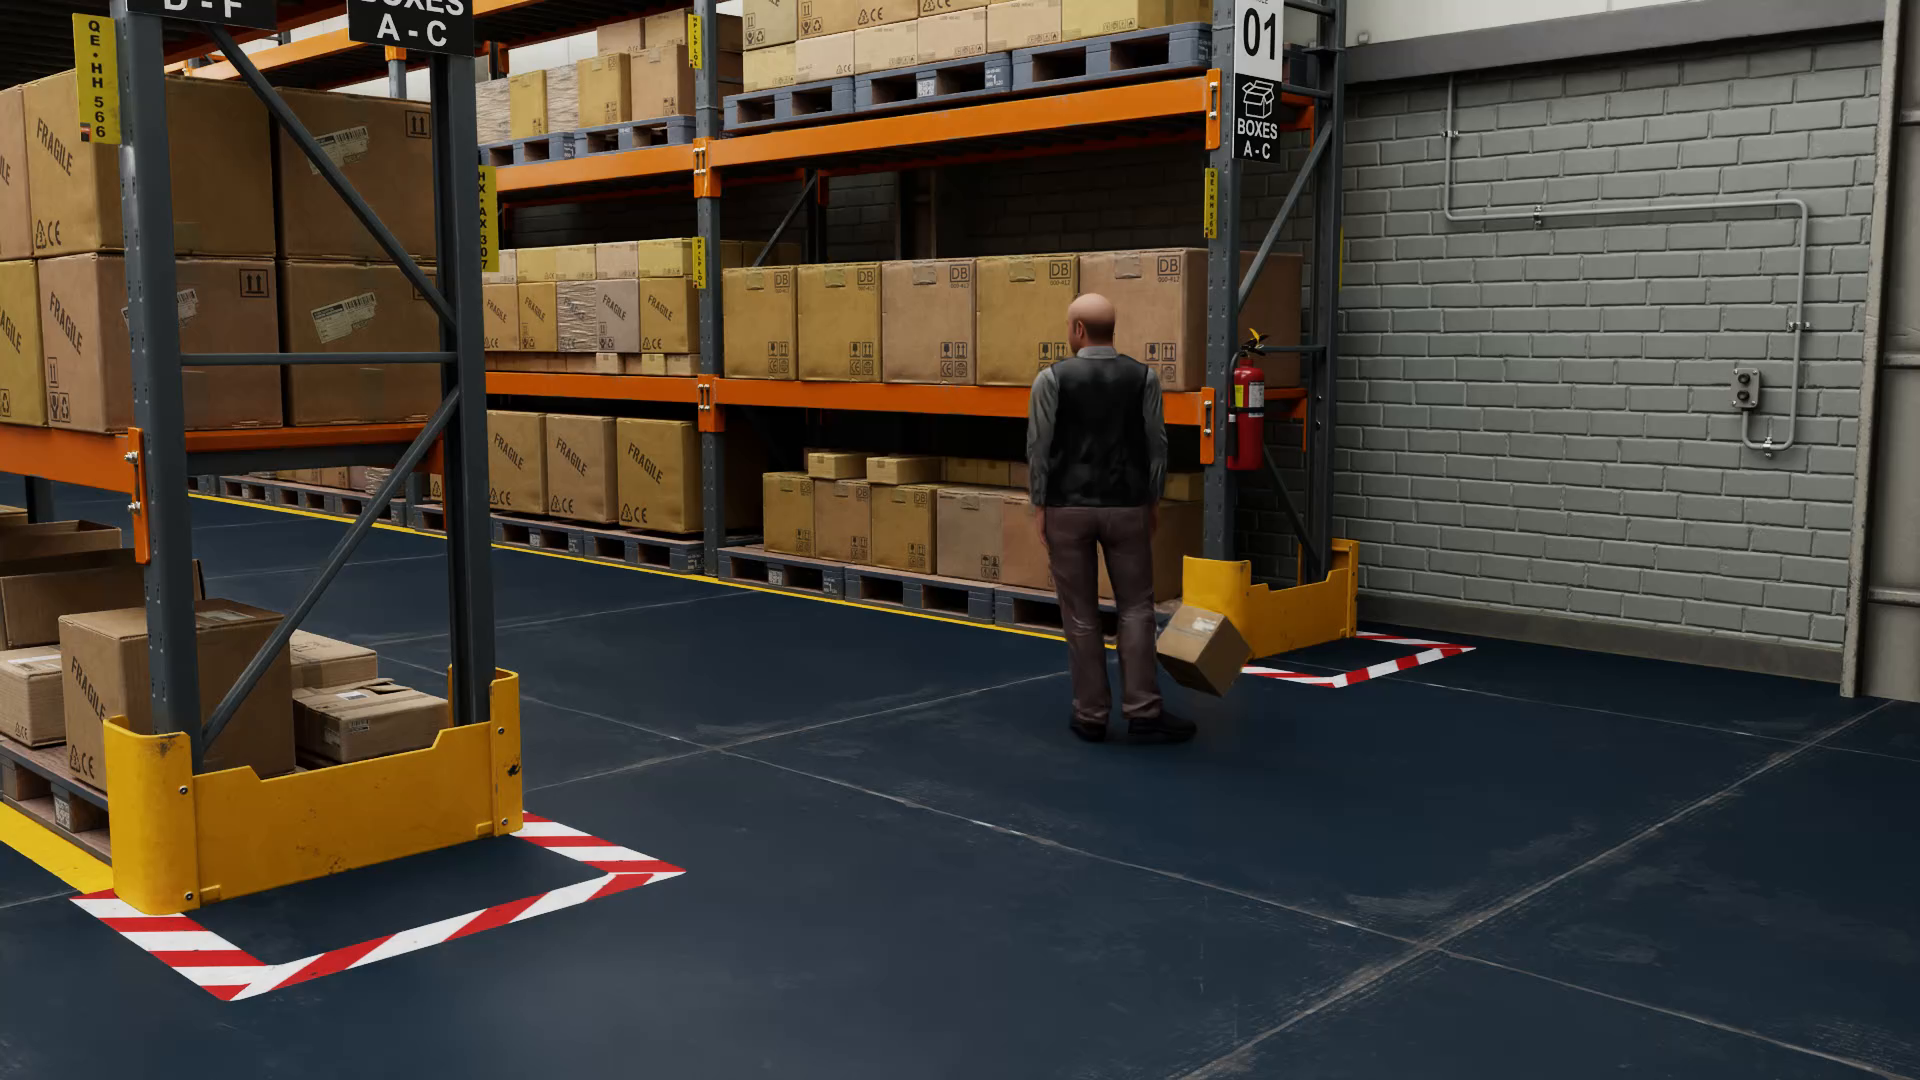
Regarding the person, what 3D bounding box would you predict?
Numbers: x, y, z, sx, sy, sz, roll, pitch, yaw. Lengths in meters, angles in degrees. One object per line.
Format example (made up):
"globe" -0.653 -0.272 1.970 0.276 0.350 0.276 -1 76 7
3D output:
"person" 0.591 -0.093 6.503 0.678 1.723 0.418 0 7 -2
